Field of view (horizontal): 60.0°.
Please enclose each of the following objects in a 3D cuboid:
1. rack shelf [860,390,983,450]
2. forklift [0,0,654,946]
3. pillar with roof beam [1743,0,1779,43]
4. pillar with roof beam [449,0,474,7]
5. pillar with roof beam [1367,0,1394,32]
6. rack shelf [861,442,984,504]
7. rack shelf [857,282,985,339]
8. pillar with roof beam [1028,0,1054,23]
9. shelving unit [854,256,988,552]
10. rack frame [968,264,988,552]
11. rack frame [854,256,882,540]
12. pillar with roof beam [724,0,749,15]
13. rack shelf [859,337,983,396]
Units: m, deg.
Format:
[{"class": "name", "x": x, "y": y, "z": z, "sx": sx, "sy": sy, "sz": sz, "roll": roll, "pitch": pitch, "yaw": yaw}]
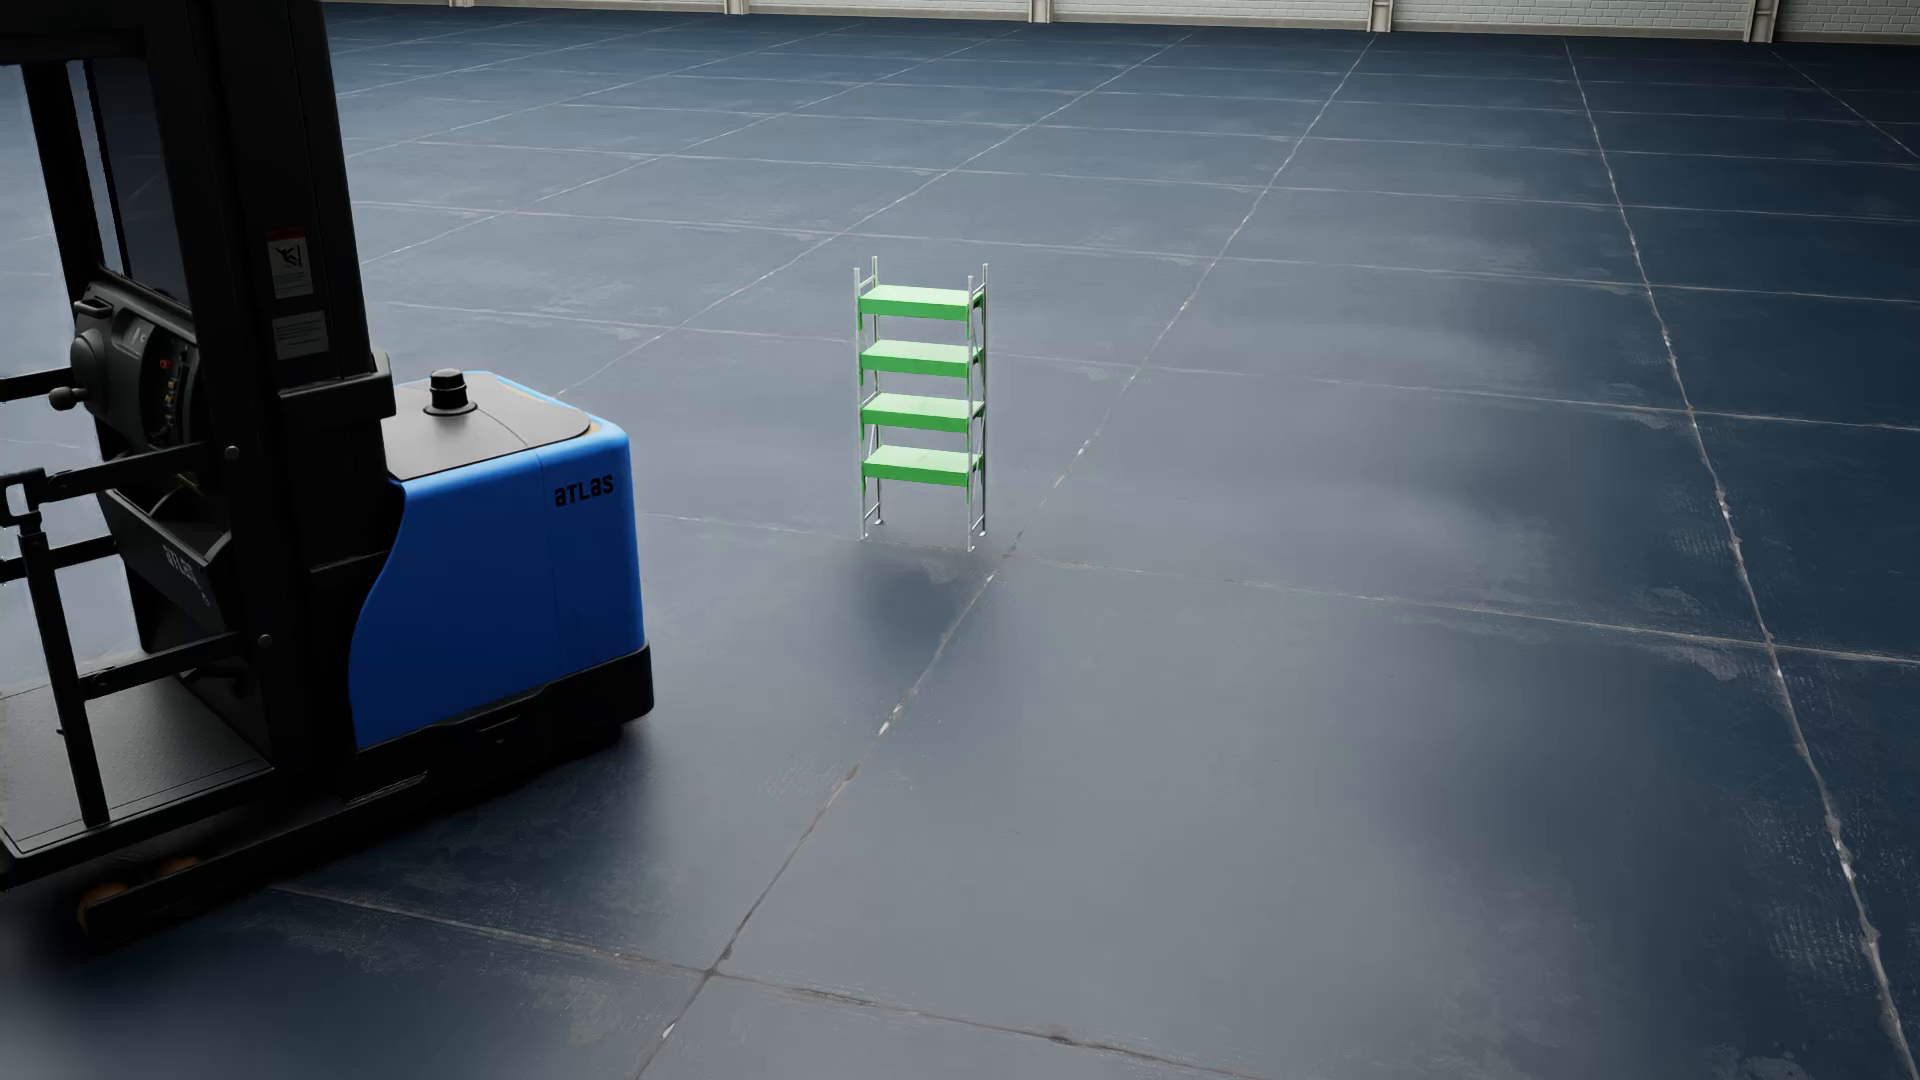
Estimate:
[{"class": "rack shelf", "x": -0.158, "y": -0.514, "z": 7.111, "sx": 0.480, "sy": 0.148, "sz": 0.258, "roll": 7, "pitch": 23, "yaw": 16}, {"class": "forklift", "x": -2.466, "y": -0.469, "z": 4.552, "sx": 3.031, "sy": 2.935, "sz": 1.130, "roll": -20, "pitch": 29, "yaw": -39}, {"class": "pillar with roof beam", "x": 11.721, "y": -10.709, "z": 21.519, "sx": 0.400, "sy": 9.000, "sz": 9.100, "roll": 7, "pitch": 23, "yaw": 16}, {"class": "pillar with roof beam", "x": -11.256, "y": -13.340, "z": 27.933, "sx": 0.400, "sy": 9.000, "sz": 9.100, "roll": 7, "pitch": 23, "yaw": 16}, {"class": "pillar with roof beam", "x": 5.976, "y": -11.366, "z": 23.123, "sx": 0.400, "sy": 9.000, "sz": 9.100, "roll": 7, "pitch": 23, "yaw": 16}, {"class": "rack shelf", "x": -0.158, "y": -0.292, "z": 7.202, "sx": 0.480, "sy": 0.148, "sz": 0.258, "roll": 7, "pitch": 23, "yaw": 16}, {"class": "rack shelf", "x": -0.158, "y": -0.958, "z": 6.929, "sx": 0.480, "sy": 0.148, "sz": 0.258, "roll": 7, "pitch": 23, "yaw": 16}, {"class": "pillar with roof beam", "x": 0.232, "y": -12.024, "z": 24.726, "sx": 0.400, "sy": 9.000, "sz": 9.100, "roll": 7, "pitch": 23, "yaw": 16}, {"class": "shelving unit", "x": -0.158, "y": -0.573, "z": 7.087, "sx": 0.503, "sy": 1.200, "sz": 0.258, "roll": 7, "pitch": 23, "yaw": 16}, {"class": "rack frame", "x": 0.075, "y": -0.547, "z": 7.021, "sx": 0.015, "sy": 1.200, "sz": 0.240, "roll": 7, "pitch": 23, "yaw": 16}, {"class": "rack frame", "x": -0.392, "y": -0.600, "z": 7.152, "sx": 0.015, "sy": 1.200, "sz": 0.240, "roll": 7, "pitch": 23, "yaw": 16}, {"class": "pillar with roof beam", "x": -5.512, "y": -12.682, "z": 26.329, "sx": 0.400, "sy": 9.000, "sz": 9.100, "roll": 7, "pitch": 23, "yaw": 16}, {"class": "rack shelf", "x": -0.158, "y": -0.736, "z": 7.020, "sx": 0.480, "sy": 0.148, "sz": 0.258, "roll": 7, "pitch": 23, "yaw": 16}]
